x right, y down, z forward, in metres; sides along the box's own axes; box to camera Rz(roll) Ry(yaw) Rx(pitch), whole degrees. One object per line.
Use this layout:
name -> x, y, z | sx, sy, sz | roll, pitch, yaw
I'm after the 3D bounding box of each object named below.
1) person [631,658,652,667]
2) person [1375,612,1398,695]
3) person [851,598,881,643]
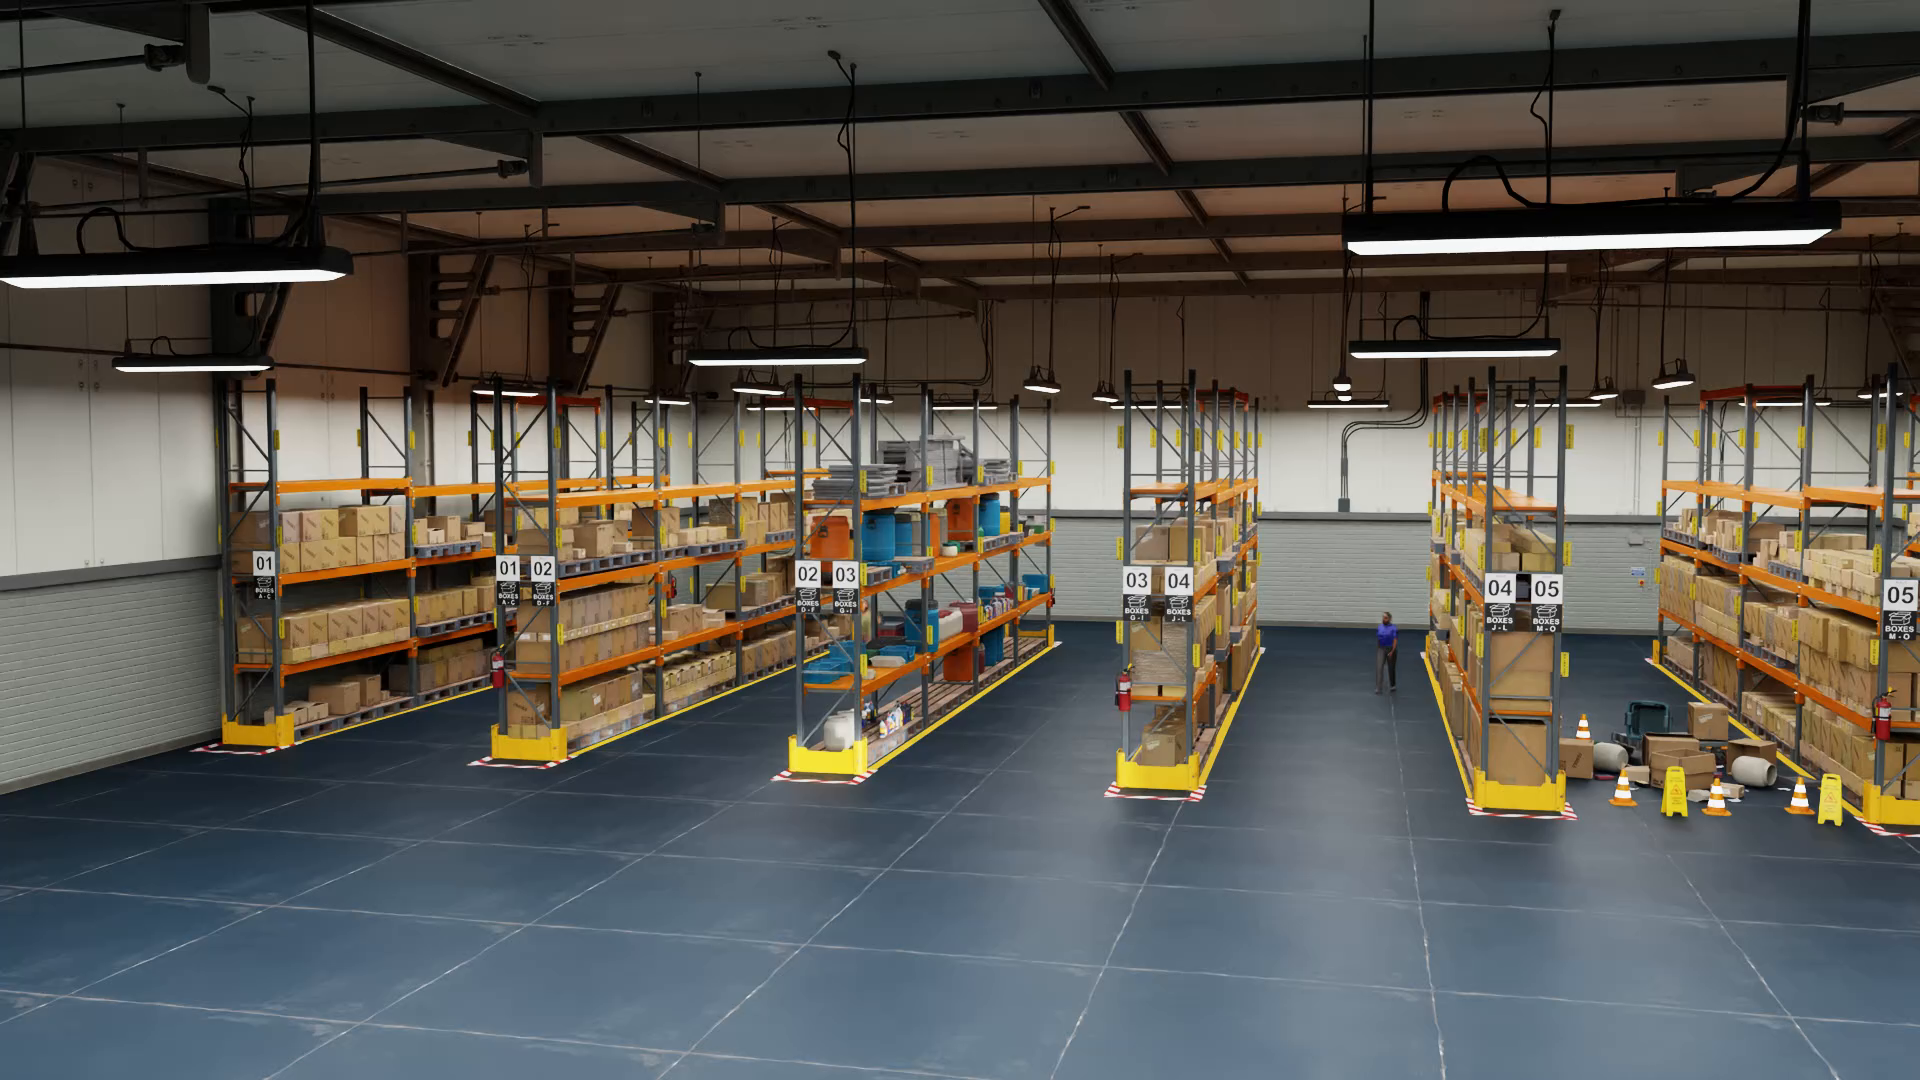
person -> -6.642, 2.063, 34.144 | 0.625, 1.770, 0.571 | 1, 4, 23
person -> 8.410, 2.217, 32.750 | 0.425, 1.595, 0.983 | 2, 4, 25
person -> -1.987, 1.982, 35.365 | 0.564, 1.517, 0.699 | 1, 4, 22
